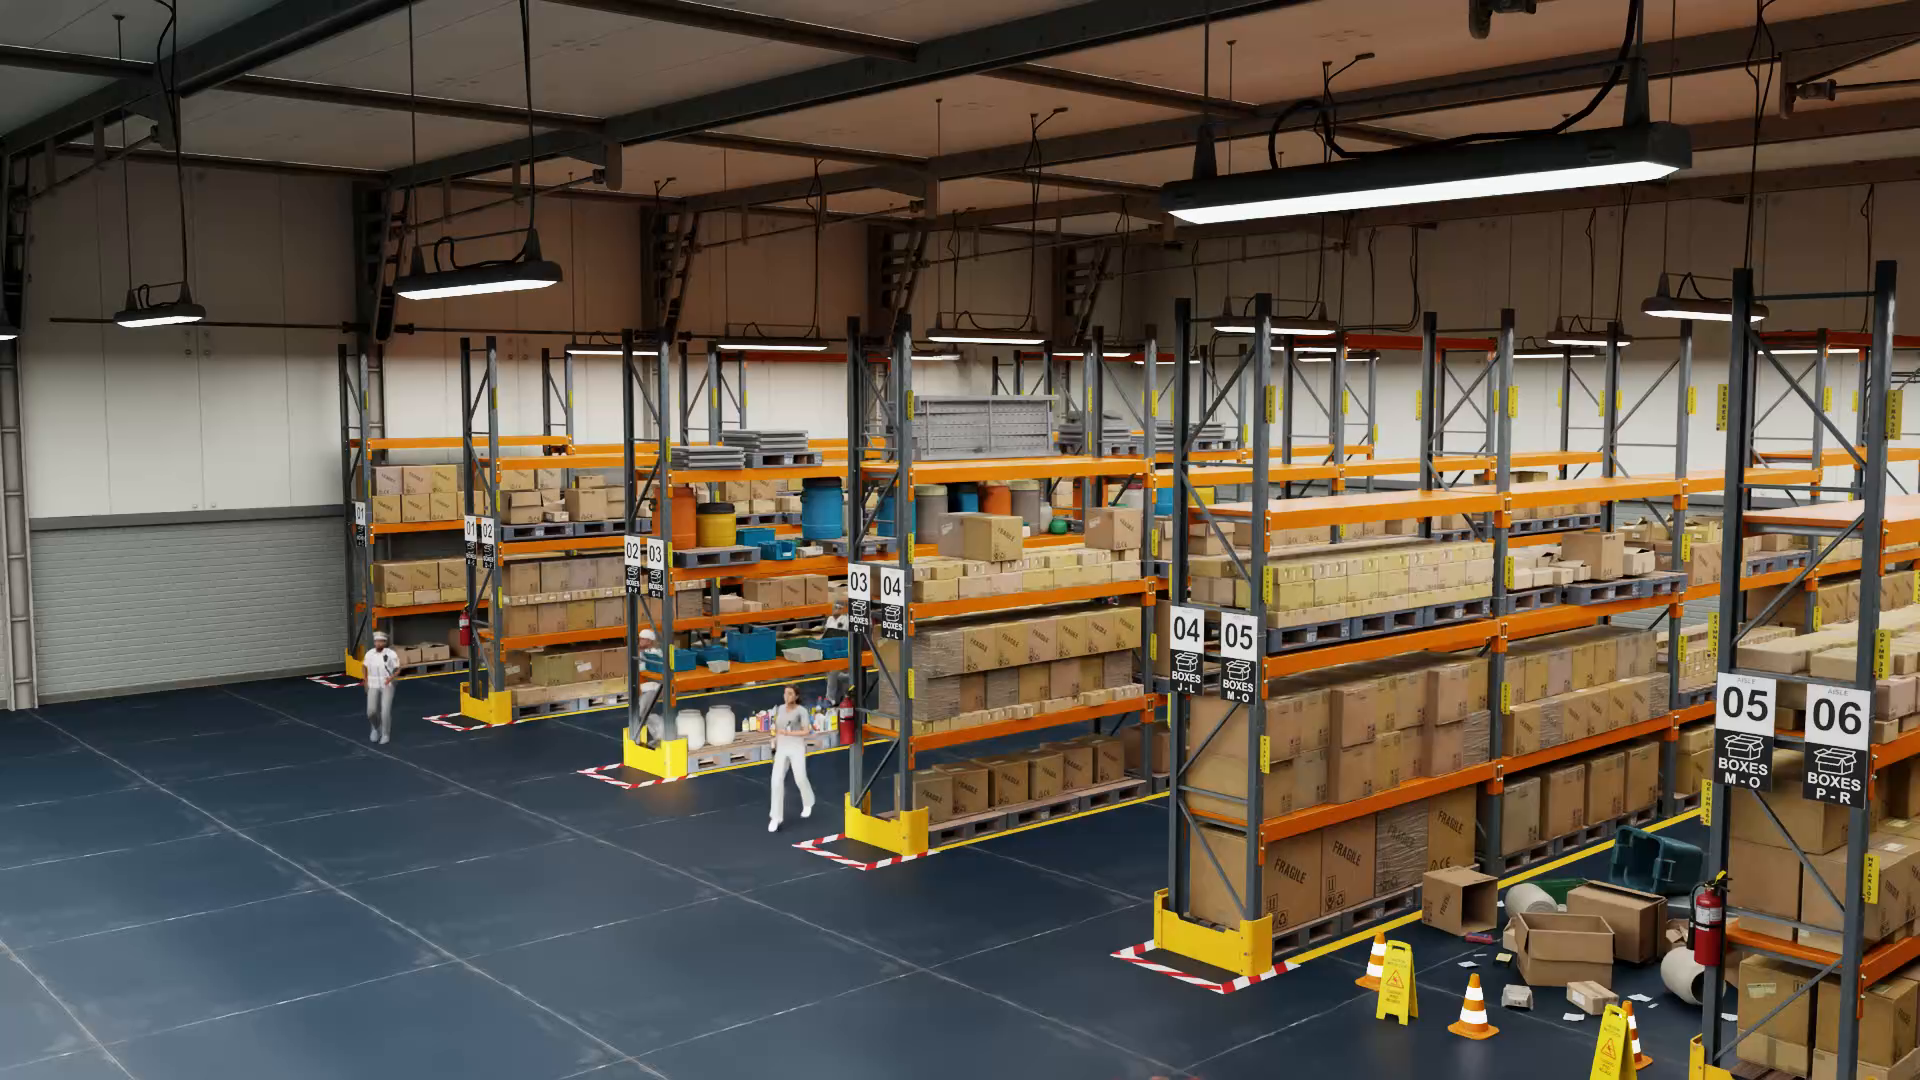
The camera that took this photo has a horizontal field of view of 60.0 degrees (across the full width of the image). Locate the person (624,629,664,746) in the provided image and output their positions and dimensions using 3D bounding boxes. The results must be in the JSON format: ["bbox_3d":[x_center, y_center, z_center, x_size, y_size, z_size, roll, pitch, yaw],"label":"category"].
[{"bbox_3d":[-4.552,2.148,24.130,0.597,1.716,0.653,-5,7,-44],"label":"person"}]

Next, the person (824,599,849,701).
[{"bbox_3d":[-2.011,1.845,27.396,0.678,1.748,0.917,4,7,39],"label":"person"}]

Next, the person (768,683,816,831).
[{"bbox_3d":[-2.007,2.537,19.767,0.552,1.686,0.900,2,6,21],"label":"person"}]

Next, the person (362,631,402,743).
[{"bbox_3d":[-8.464,2.156,24.309,0.585,1.664,0.581,-1,5,-10],"label":"person"}]
